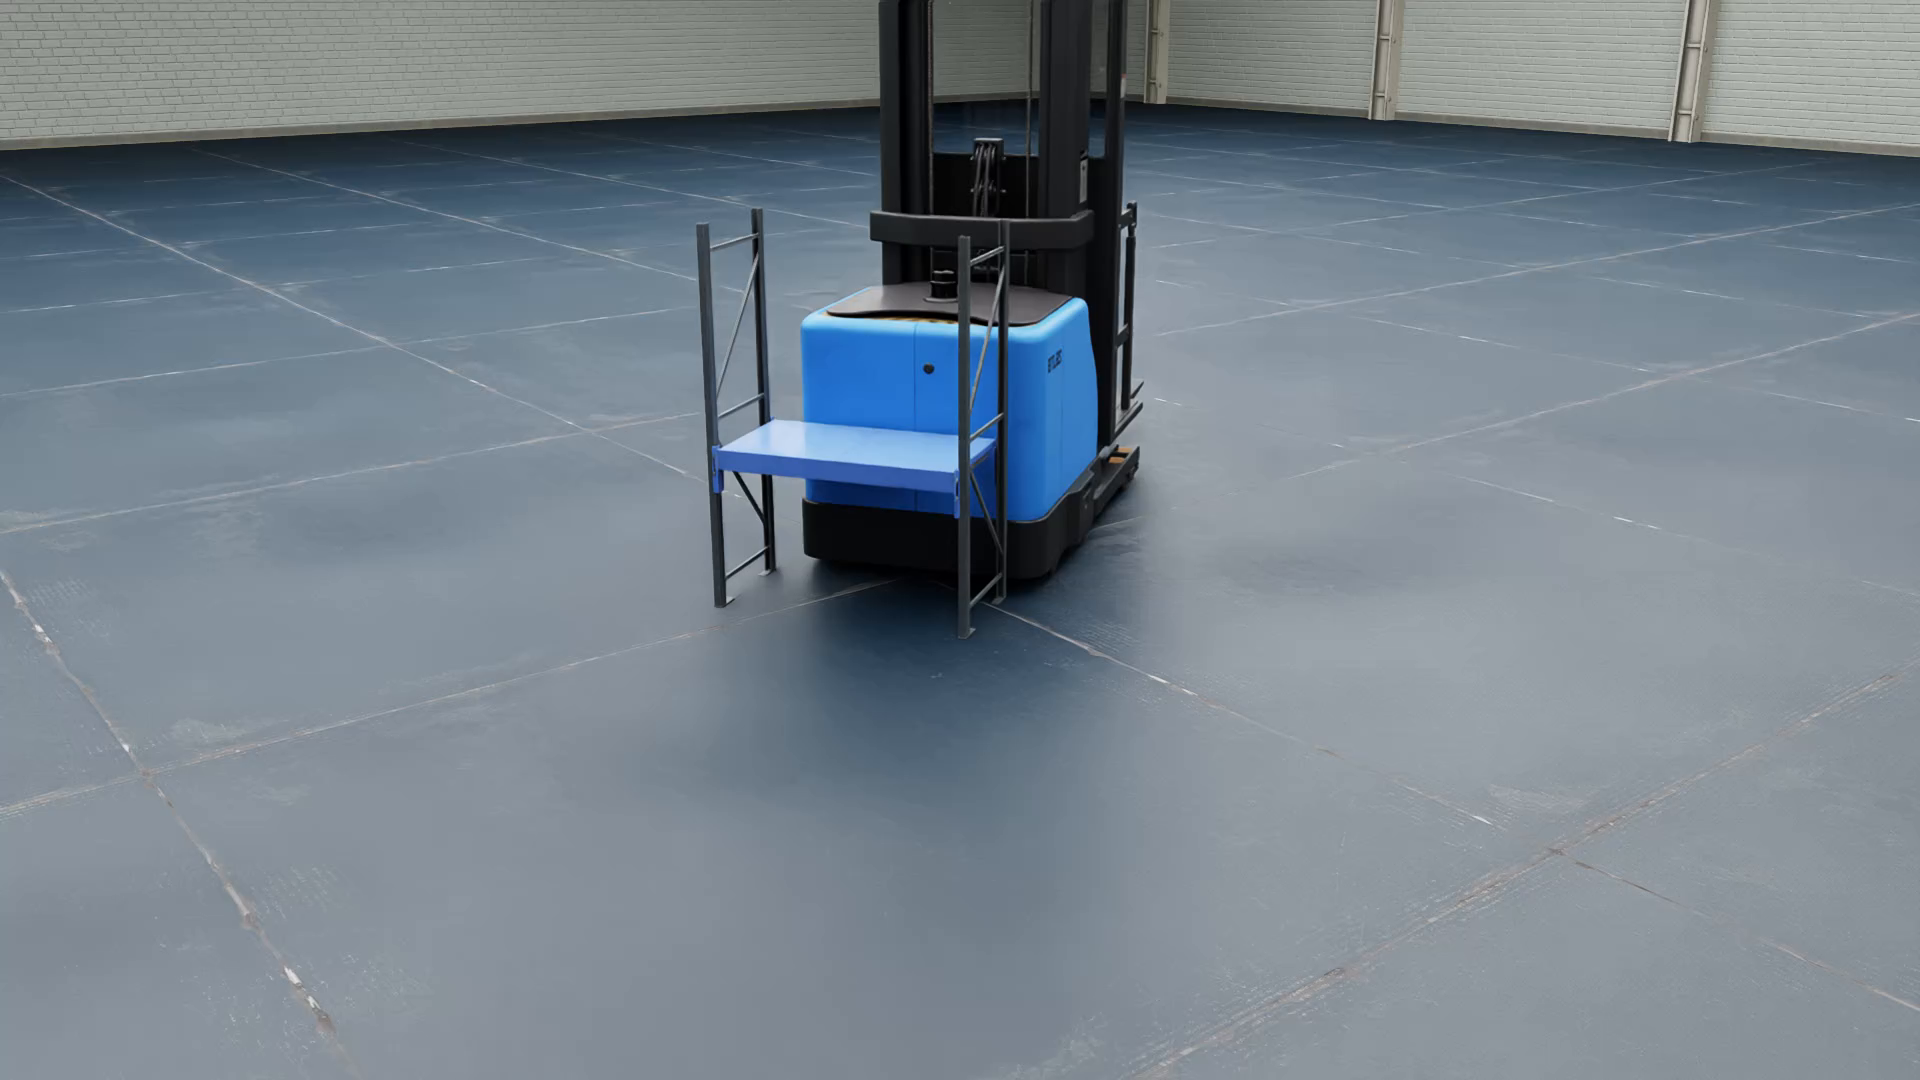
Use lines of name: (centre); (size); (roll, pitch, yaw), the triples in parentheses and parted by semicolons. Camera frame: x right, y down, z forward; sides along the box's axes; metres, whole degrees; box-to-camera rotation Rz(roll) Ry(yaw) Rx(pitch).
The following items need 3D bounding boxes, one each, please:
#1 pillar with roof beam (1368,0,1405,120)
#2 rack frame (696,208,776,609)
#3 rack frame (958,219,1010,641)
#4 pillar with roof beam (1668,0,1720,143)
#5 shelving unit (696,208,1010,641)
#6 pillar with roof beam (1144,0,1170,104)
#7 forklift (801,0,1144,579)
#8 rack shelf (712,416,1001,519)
pillar with roof beam: (4.529, -11.314, 27.216); (9.100, 9.000, 0.400); (-14, 23, -36)
rack frame: (-0.870, -0.516, 6.535); (0.032, 1.500, 0.500); (6, 19, 18)
rack frame: (0.090, -0.411, 6.218); (0.032, 1.500, 0.500); (6, 19, 18)
pillar with roof beam: (8.255, -9.836, 22.751); (9.100, 9.000, 0.400); (-14, 23, -36)
shelving unit: (-0.390, -0.464, 6.377); (1.048, 1.500, 0.538); (6, 19, 18)
pillar with roof beam: (0.804, -12.793, 31.681); (9.100, 9.000, 0.400); (-14, 23, -36)
forklift: (0.263, -1.661, 7.716); (1.130, 2.935, 3.031); (6, 19, 16)
rack shelf: (-0.390, -0.293, 6.433); (1.000, 0.185, 0.538); (6, 19, 18)
